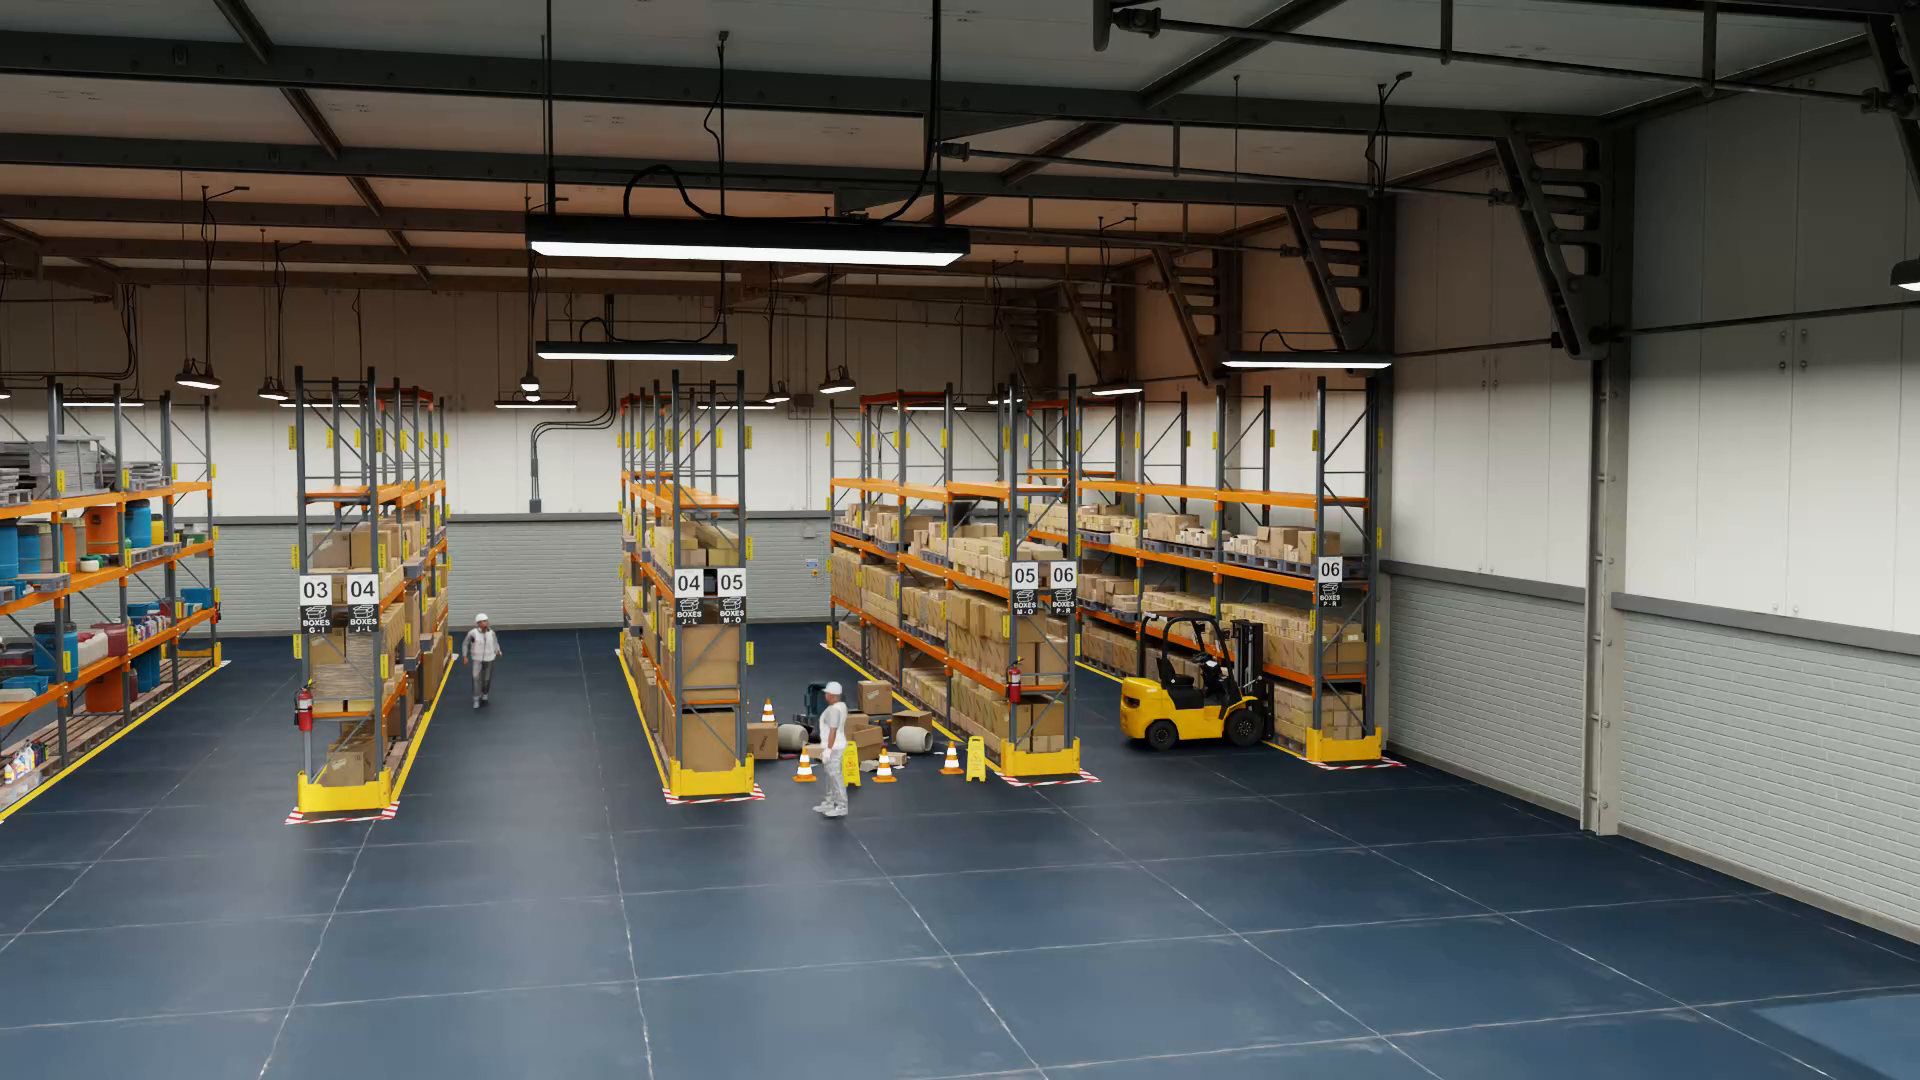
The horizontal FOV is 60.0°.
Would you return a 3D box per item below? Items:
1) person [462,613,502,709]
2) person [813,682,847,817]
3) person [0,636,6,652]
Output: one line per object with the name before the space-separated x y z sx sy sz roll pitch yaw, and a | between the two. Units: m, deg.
person | -9.055 2.266 31.520 0.731 1.757 0.983 -1 4 -14
person | -1.753 2.781 22.179 0.518 1.796 0.620 0 3 4
person | -19.345 2.131 33.104 0.526 1.786 0.621 -1 3 -10
